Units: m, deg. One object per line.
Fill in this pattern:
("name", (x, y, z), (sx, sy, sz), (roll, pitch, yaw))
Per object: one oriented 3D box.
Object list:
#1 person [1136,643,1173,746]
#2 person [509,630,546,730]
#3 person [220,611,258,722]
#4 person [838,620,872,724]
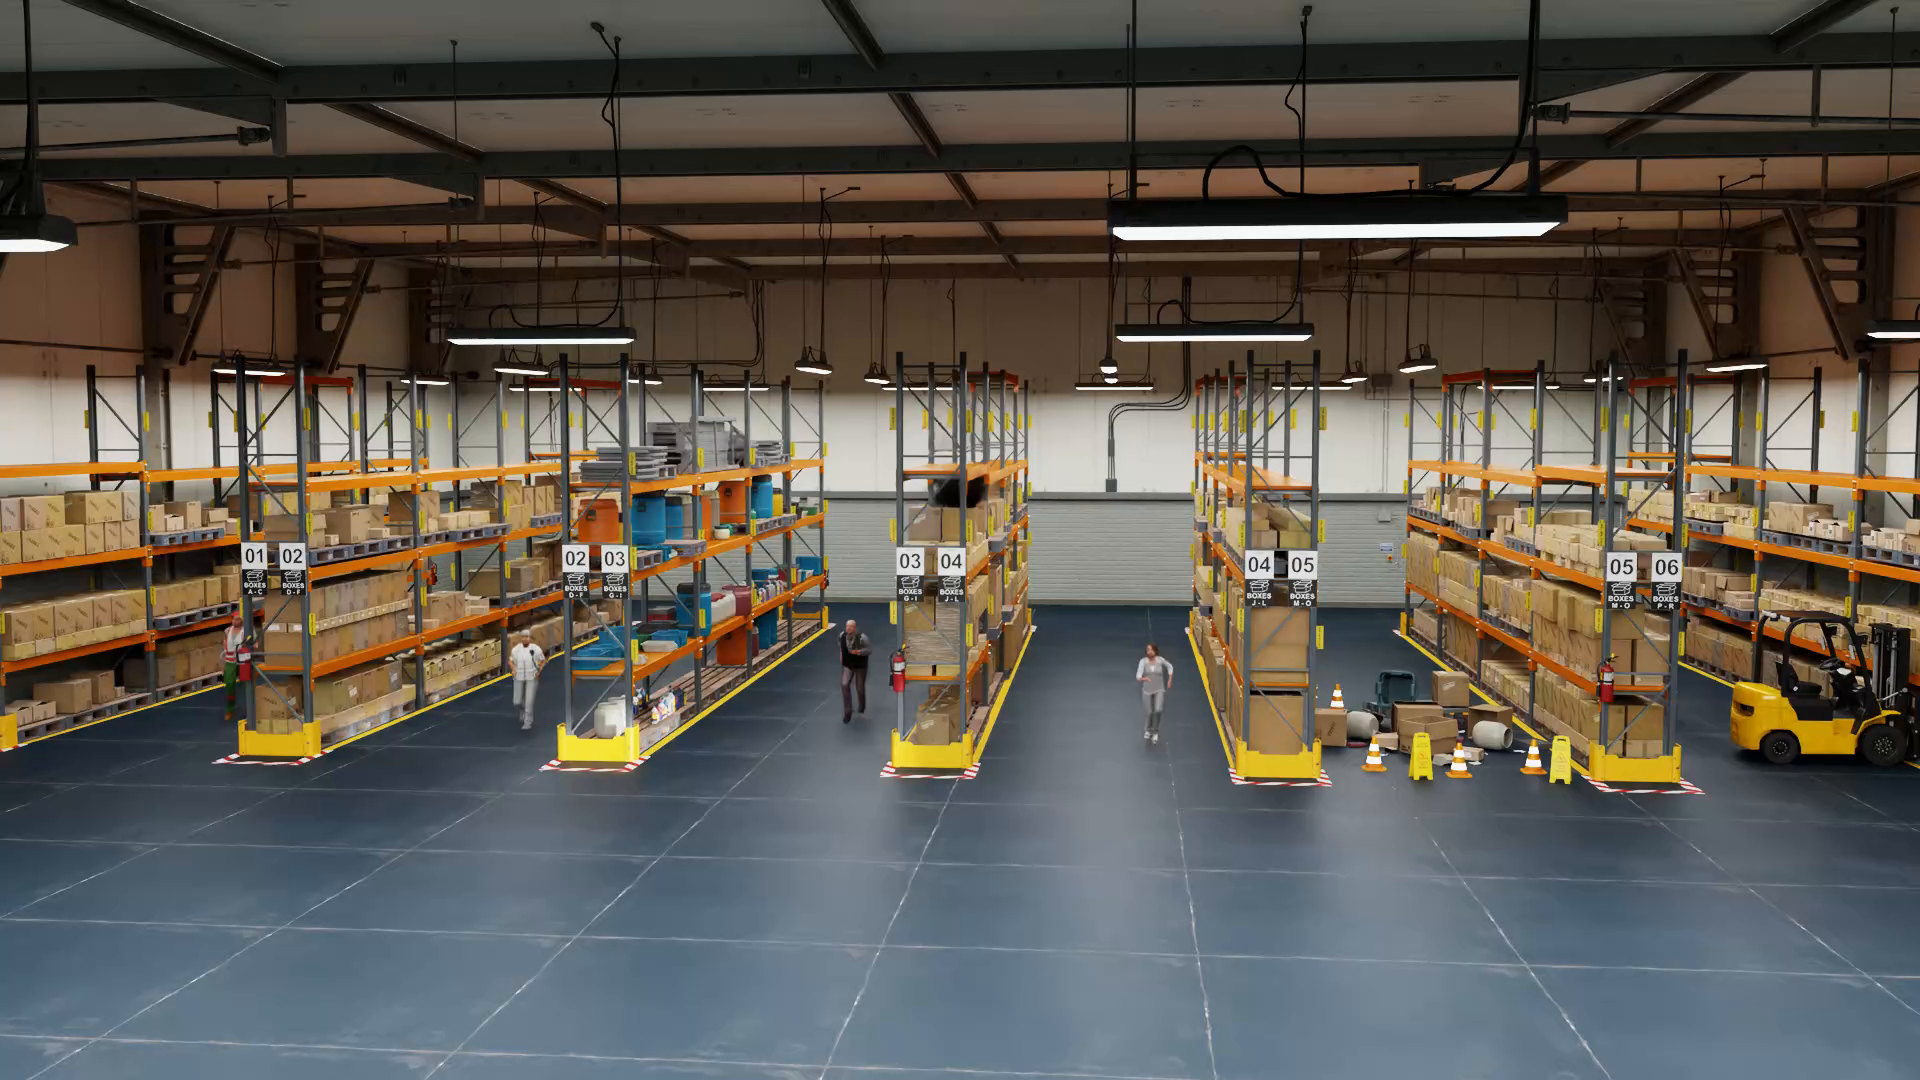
("person", (3.000, 2.373, 25.706), (0.545, 1.589, 0.813), (1, 4, 11))
("person", (-7.068, 2.268, 27.164), (0.595, 1.614, 0.561), (0, 4, -4))
("person", (-12.197, 2.093, 28.122), (0.652, 1.805, 0.983), (0, 4, -4))
("person", (-1.757, 2.180, 27.957), (0.654, 1.736, 0.963), (1, 4, 8))
